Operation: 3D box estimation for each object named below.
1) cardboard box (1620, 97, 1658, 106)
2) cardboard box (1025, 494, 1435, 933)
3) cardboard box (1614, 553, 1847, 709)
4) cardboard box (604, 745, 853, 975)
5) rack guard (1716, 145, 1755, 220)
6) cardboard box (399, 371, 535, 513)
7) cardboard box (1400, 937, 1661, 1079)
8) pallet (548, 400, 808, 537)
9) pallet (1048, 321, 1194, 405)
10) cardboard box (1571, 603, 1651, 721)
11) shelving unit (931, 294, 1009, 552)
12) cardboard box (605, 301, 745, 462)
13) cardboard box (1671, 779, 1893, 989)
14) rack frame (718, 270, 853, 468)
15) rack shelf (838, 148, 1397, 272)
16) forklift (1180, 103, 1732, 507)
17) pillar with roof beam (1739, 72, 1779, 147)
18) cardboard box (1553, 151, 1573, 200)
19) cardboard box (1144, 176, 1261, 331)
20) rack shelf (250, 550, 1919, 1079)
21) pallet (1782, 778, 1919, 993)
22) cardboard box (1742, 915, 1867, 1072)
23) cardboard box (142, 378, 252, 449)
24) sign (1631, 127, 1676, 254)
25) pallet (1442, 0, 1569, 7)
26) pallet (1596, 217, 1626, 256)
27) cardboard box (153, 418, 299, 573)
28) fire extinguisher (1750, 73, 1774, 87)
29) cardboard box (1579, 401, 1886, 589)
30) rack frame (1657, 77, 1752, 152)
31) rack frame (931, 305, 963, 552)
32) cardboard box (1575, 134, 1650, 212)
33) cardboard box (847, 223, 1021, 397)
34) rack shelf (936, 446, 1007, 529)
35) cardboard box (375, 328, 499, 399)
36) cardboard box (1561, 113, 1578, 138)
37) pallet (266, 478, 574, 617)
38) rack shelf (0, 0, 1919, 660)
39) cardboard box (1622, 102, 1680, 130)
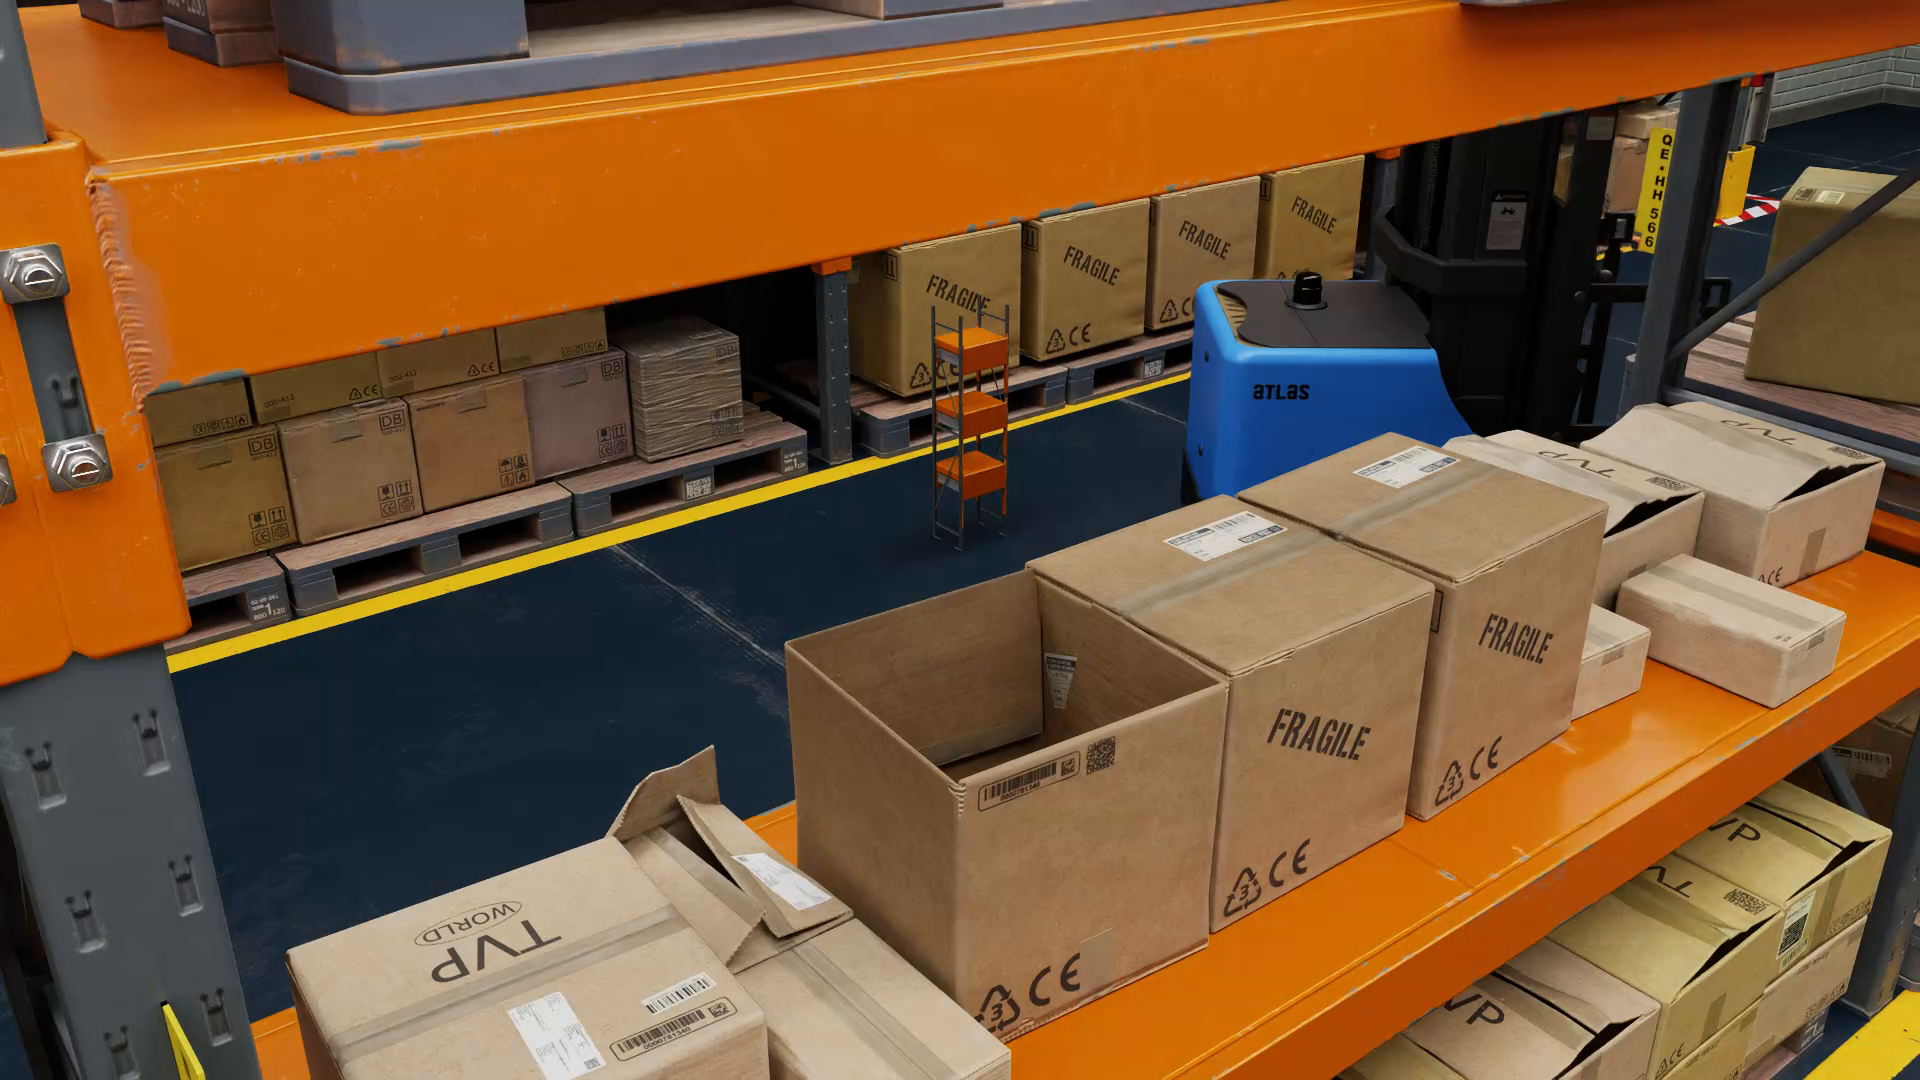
[{"bbox_3d":[4.905,-3.203,12.289,0.250,0.149,0.380,-18,30,-34],"label":"cardboard box"},{"bbox_3d":[0.459,0.282,2.960,0.500,0.500,0.500,-18,30,-34],"label":"cardboard box"},{"bbox_3d":[1.647,0.188,3.579,0.250,0.149,0.380,-18,31,-34],"label":"cardboard box"},{"bbox_3d":[-0.385,0.560,2.640,0.258,0.266,0.396,-19,31,-35],"label":"cardboard box"},{"bbox_3d":[5.438,-2.841,12.778,0.348,0.500,1.175,-18,31,-34],"label":"rack guard"},{"bbox_3d":[-2.261,-0.518,7.250,0.500,0.500,0.700,-18,31,-34],"label":"cardboard box"},{"bbox_3d":[1.120,1.037,3.554,0.500,0.311,0.500,-18,31,-34],"label":"cardboard box"},{"bbox_3d":[-1.492,-0.423,7.911,1.213,0.211,1.003,-18,31,-34],"label":"pallet"},{"bbox_3d":[0.750,-1.121,9.414,1.213,0.211,1.003,-18,31,-34],"label":"pallet"},{"bbox_3d":[1.215,0.213,3.526,0.250,0.149,0.380,-16,29,-30],"label":"cardboard box"},{"bbox_3d":[0.042,-0.490,7.059,0.252,1.050,0.215,-18,31,-34],"label":"shelving unit"},{"bbox_3d":[-1.410,-0.752,7.754,0.500,0.500,0.700,-18,30,-33],"label":"cardboard box"},{"bbox_3d":[1.924,0.769,4.130,0.500,0.311,0.500,-17,30,-33],"label":"cardboard box"},{"bbox_3d":[-0.876,-1.891,7.761,0.127,3.000,1.000,-18,31,-34],"label":"rack frame"},{"bbox_3d":[0.698,-2.084,9.032,4.000,0.370,1.077,-18,31,-34],"label":"rack shelf"},{"bbox_3d":[2.501,-1.264,6.491,3.031,2.935,1.130,0,25,1],"label":"forklift"},{"bbox_3d":[9.667,-6.252,10.031,0.400,9.000,9.100,-18,31,-34],"label":"pillar with roof beam"},{"bbox_3d":[3.726,-2.409,11.347,0.500,0.500,0.700,-17,30,-33],"label":"cardboard box"},{"bbox_3d":[1.143,-1.701,9.408,0.750,0.750,0.750,-17,30,-33],"label":"cardboard box"},{"bbox_3d":[0.610,0.595,3.259,4.000,0.370,1.077,-18,31,-34],"label":"rack shelf"},{"bbox_3d":[2.795,0.833,5.205,1.213,0.211,1.003,-18,31,-34],"label":"pallet"},{"bbox_3d":[1.920,1.024,4.249,0.500,0.250,0.500,-17,30,-33],"label":"cardboard box"},{"bbox_3d":[-3.110,-0.570,6.470,0.500,0.250,0.500,-19,31,-35],"label":"cardboard box"},{"bbox_3d":[1.841,-0.917,4.382,0.005,0.325,0.100,-18,31,-34],"label":"sign"},{"bbox_3d":[0.827,-1.028,2.564,1.213,0.211,1.003,-17,30,-32],"label":"pallet"},{"bbox_3d":[3.879,-2.155,11.643,1.213,0.211,1.003,-18,31,-34],"label":"pallet"},{"bbox_3d":[-3.079,-0.265,6.704,0.500,0.500,0.700,-19,31,-35],"label":"cardboard box"},{"bbox_3d":[5.823,-3.651,12.088,0.183,0.674,0.296,-18,31,-34],"label":"fire extinguisher"},{"bbox_3d":[1.871,-0.130,4.073,0.500,0.311,0.500,-16,29,-31],"label":"cardboard box"},{"bbox_3d":[5.419,-3.969,12.238,0.127,3.000,1.000,-18,31,-34],"label":"rack frame"},{"bbox_3d":[-0.054,-0.458,6.991,0.008,1.050,0.200,-18,31,-34],"label":"rack frame"},{"bbox_3d":[4.537,-2.681,11.933,0.500,0.500,0.700,-18,31,-34],"label":"cardboard box"},{"bbox_3d":[-0.216,-1.254,8.443,0.750,0.750,0.750,-19,31,-35],"label":"cardboard box"},{"bbox_3d":[0.042,-0.228,7.180,0.240,0.259,0.215,-18,31,-34],"label":"rack shelf"},{"bbox_3d":[-2.299,-0.830,7.031,0.500,0.250,0.500,-18,31,-34],"label":"cardboard box"},{"bbox_3d":[4.110,-2.940,11.723,0.250,0.149,0.380,-18,30,-33],"label":"cardboard box"},{"bbox_3d":[-2.451,-0.108,7.232,1.213,0.211,1.003,-18,31,-34],"label":"pallet"},{"bbox_3d":[0.610,-0.765,2.627,4.000,0.370,1.077,-18,31,-34],"label":"rack shelf"},{"bbox_3d":[4.942,-3.011,11.875,0.250,0.149,0.380,-19,31,-35],"label":"cardboard box"}]
